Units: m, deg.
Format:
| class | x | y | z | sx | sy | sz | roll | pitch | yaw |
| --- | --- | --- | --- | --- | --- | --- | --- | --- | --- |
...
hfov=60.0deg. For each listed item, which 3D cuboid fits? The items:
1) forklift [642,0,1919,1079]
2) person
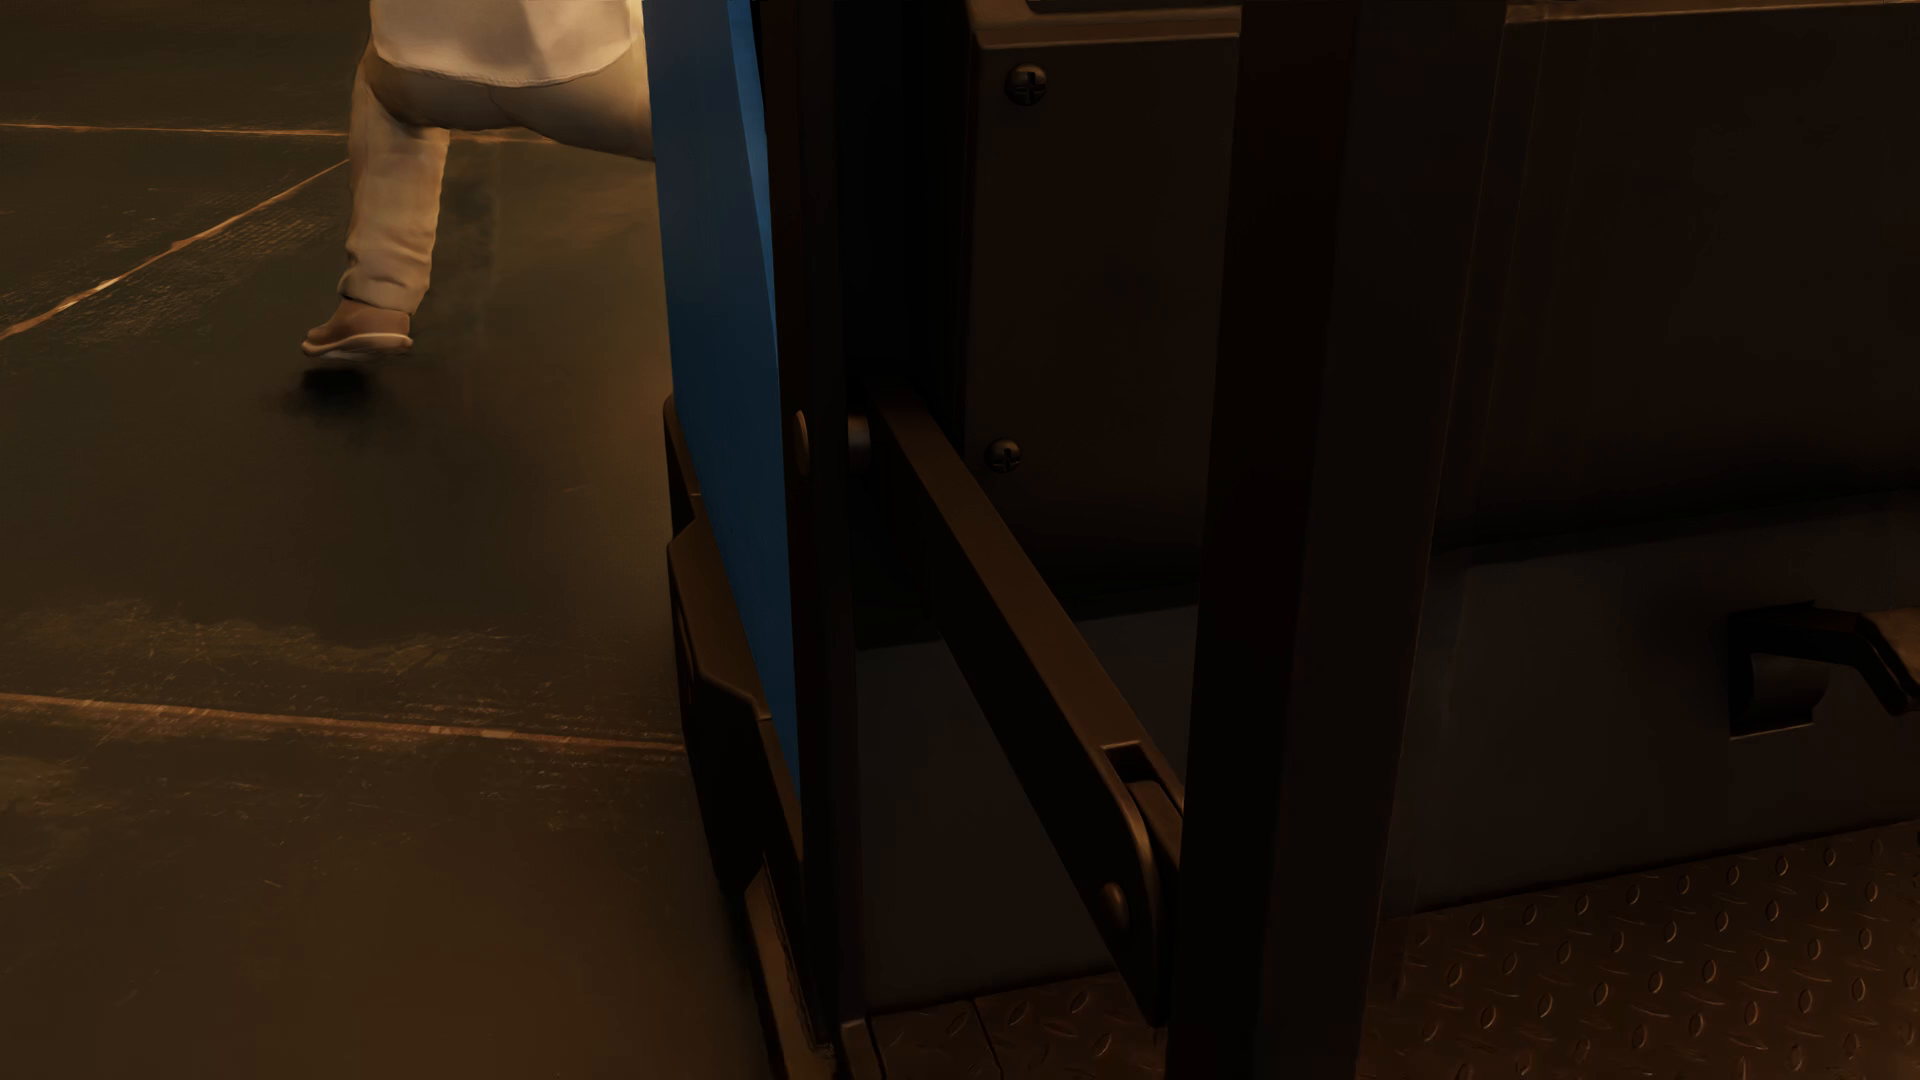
| class | x | y | z | sx | sy | sz | roll | pitch | yaw |
| --- | --- | --- | --- | --- | --- | --- | --- | --- | --- |
| forklift | 0.496 | -0.655 | 0.530 | 1.130 | 2.935 | 3.031 | -7 | 27 | -14 |
| person | -0.647 | -0.954 | 2.714 | 1.151 | 1.500 | 0.746 | 8 | 28 | 15 |
